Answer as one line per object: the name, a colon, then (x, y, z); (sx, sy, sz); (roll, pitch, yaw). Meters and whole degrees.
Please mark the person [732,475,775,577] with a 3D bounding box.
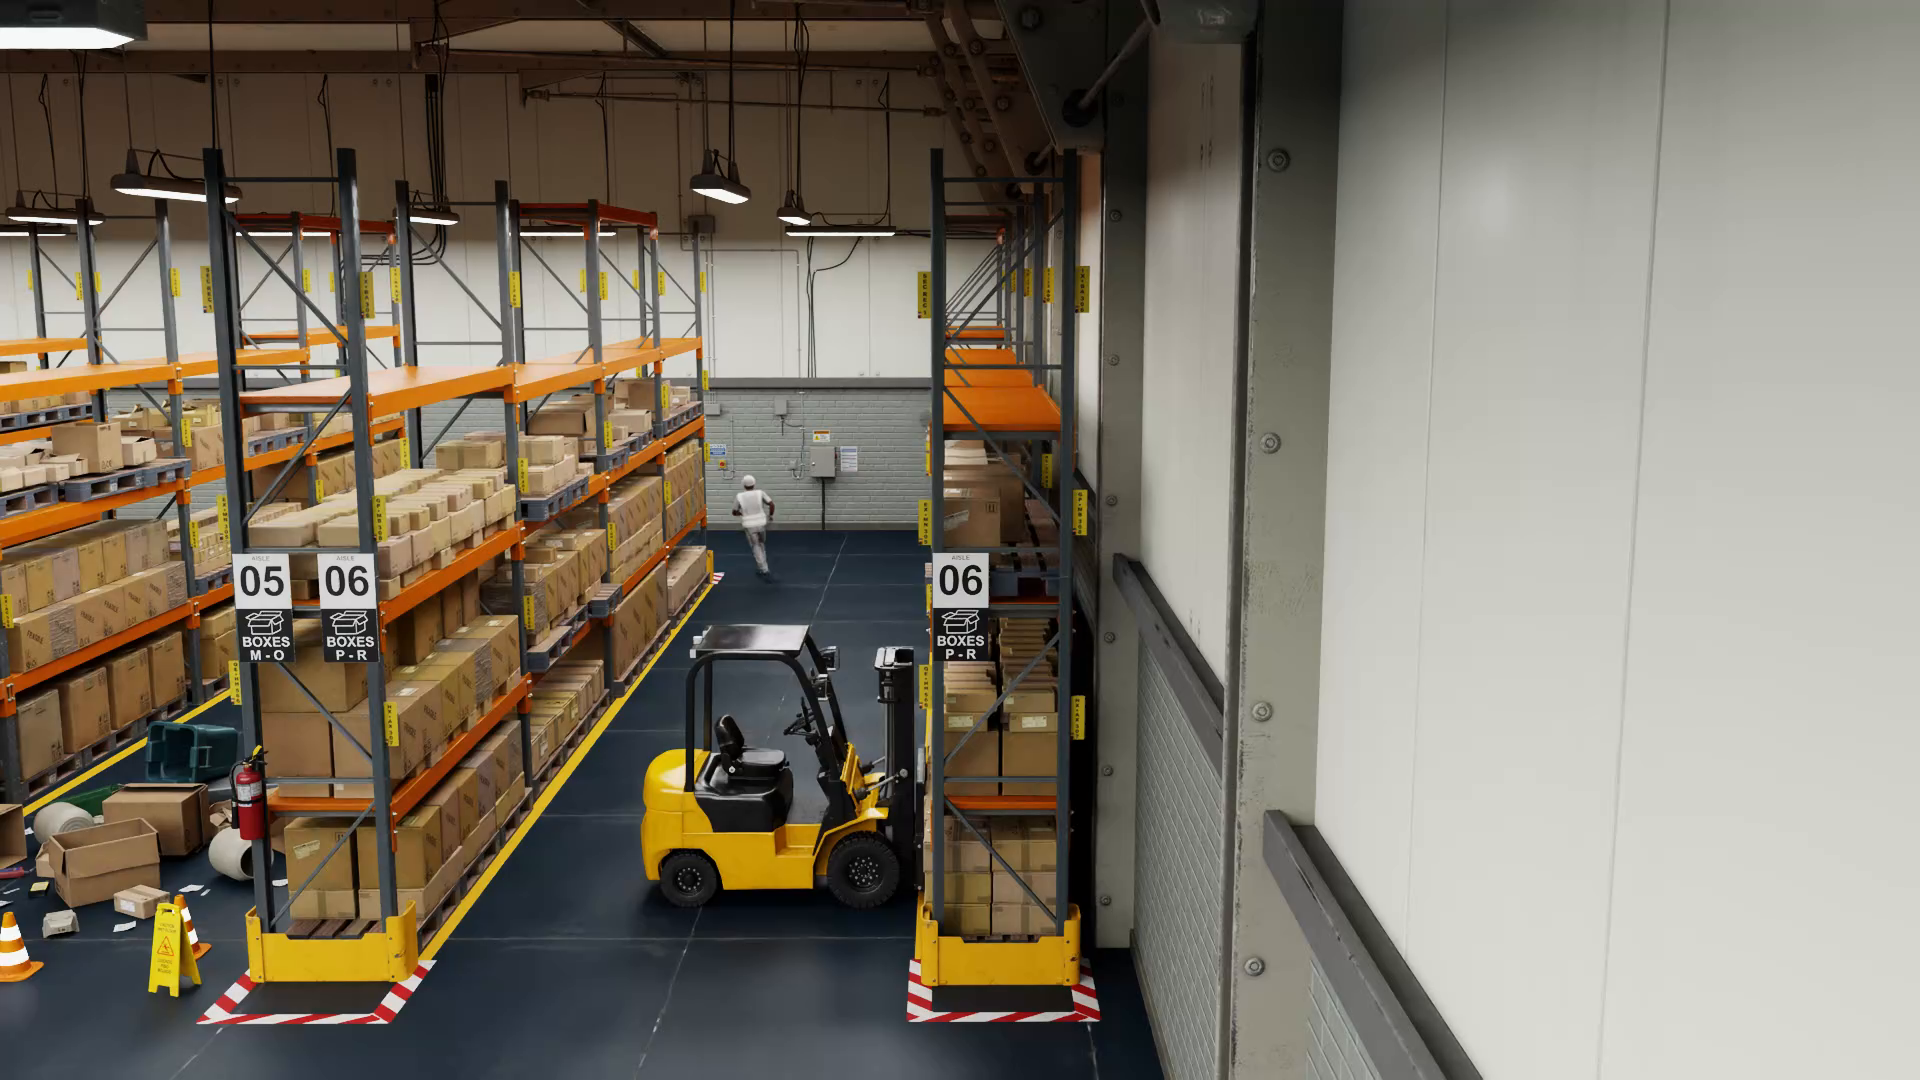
person: (-3.517, -0.219, 28.249); (0.700, 1.789, 0.855); (-4, 10, -22)
